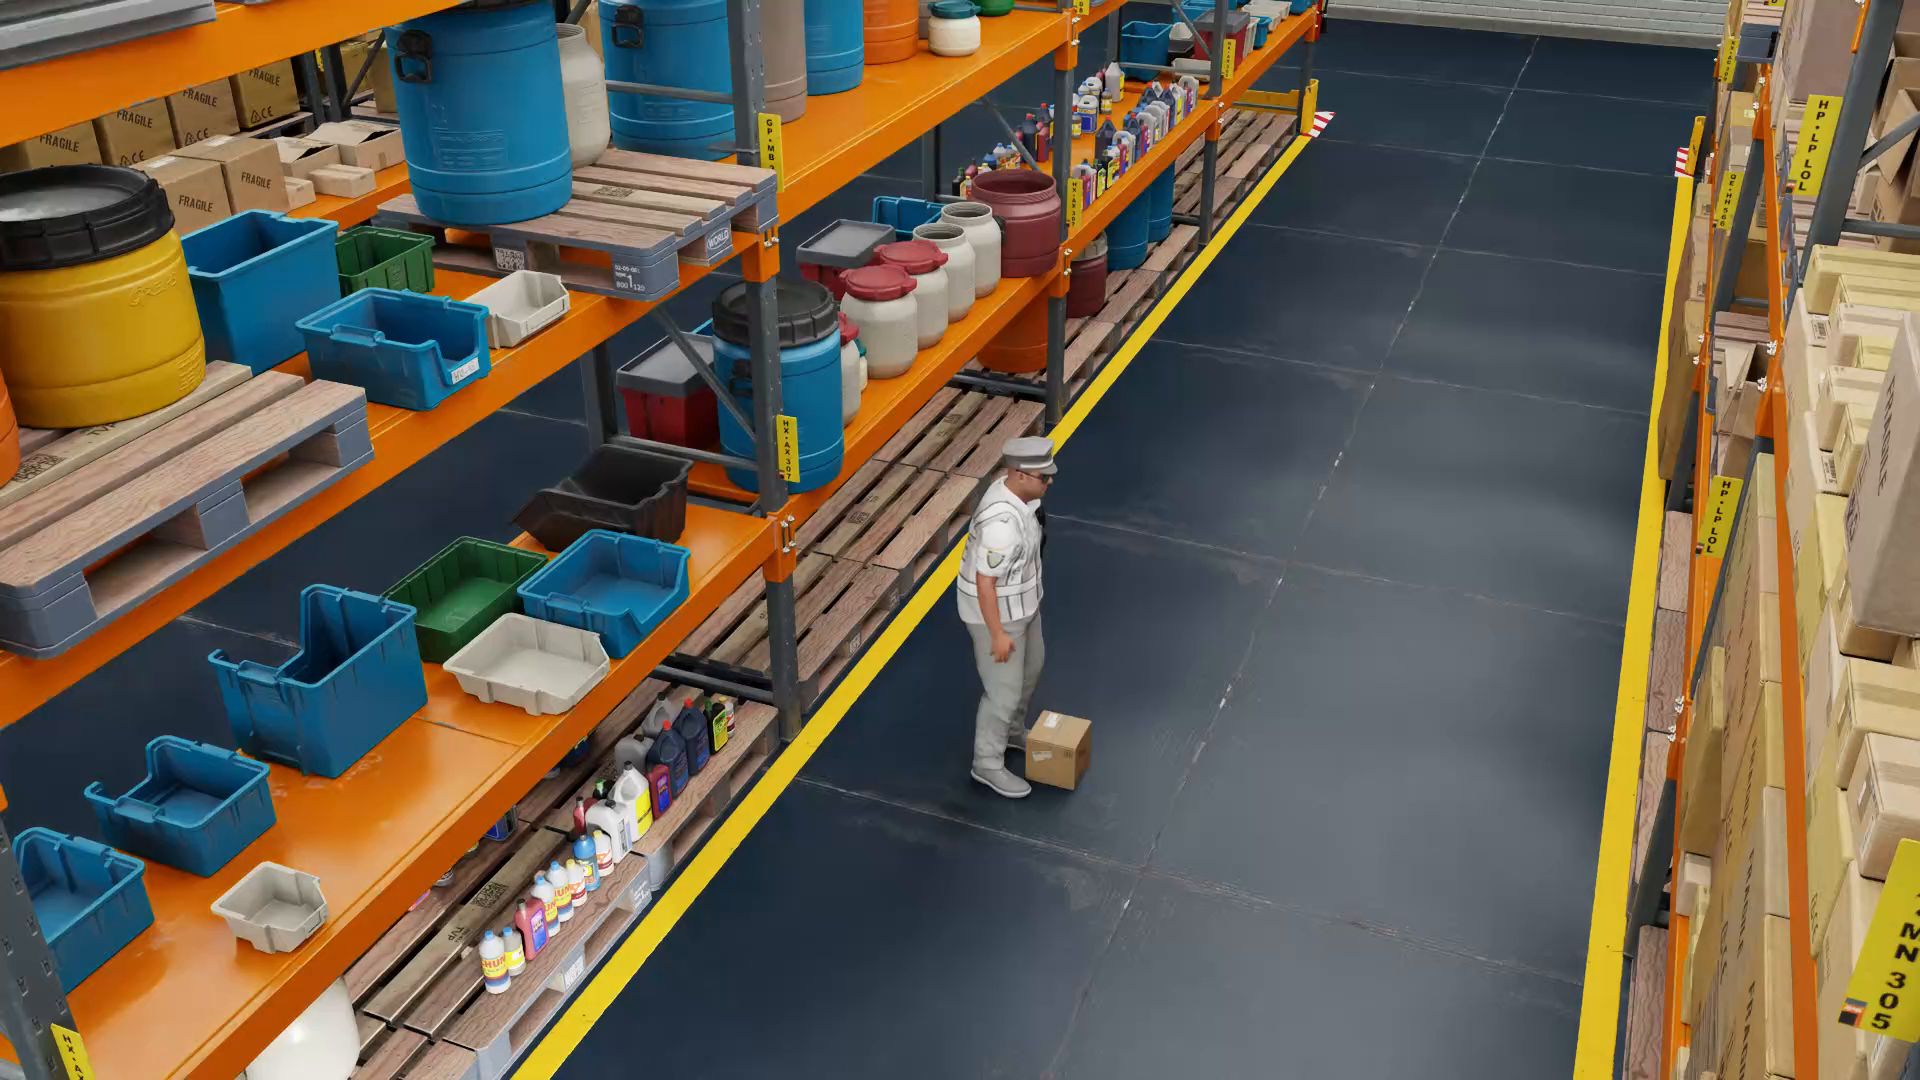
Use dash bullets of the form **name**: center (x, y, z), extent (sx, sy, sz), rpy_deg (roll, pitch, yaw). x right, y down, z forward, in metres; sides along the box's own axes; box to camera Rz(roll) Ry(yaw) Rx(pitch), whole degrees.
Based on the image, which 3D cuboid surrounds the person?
- **person**: center (0.228, 0.319, 7.825), extent (0.436, 1.749, 0.606), rpy_deg (10, 31, 17)
